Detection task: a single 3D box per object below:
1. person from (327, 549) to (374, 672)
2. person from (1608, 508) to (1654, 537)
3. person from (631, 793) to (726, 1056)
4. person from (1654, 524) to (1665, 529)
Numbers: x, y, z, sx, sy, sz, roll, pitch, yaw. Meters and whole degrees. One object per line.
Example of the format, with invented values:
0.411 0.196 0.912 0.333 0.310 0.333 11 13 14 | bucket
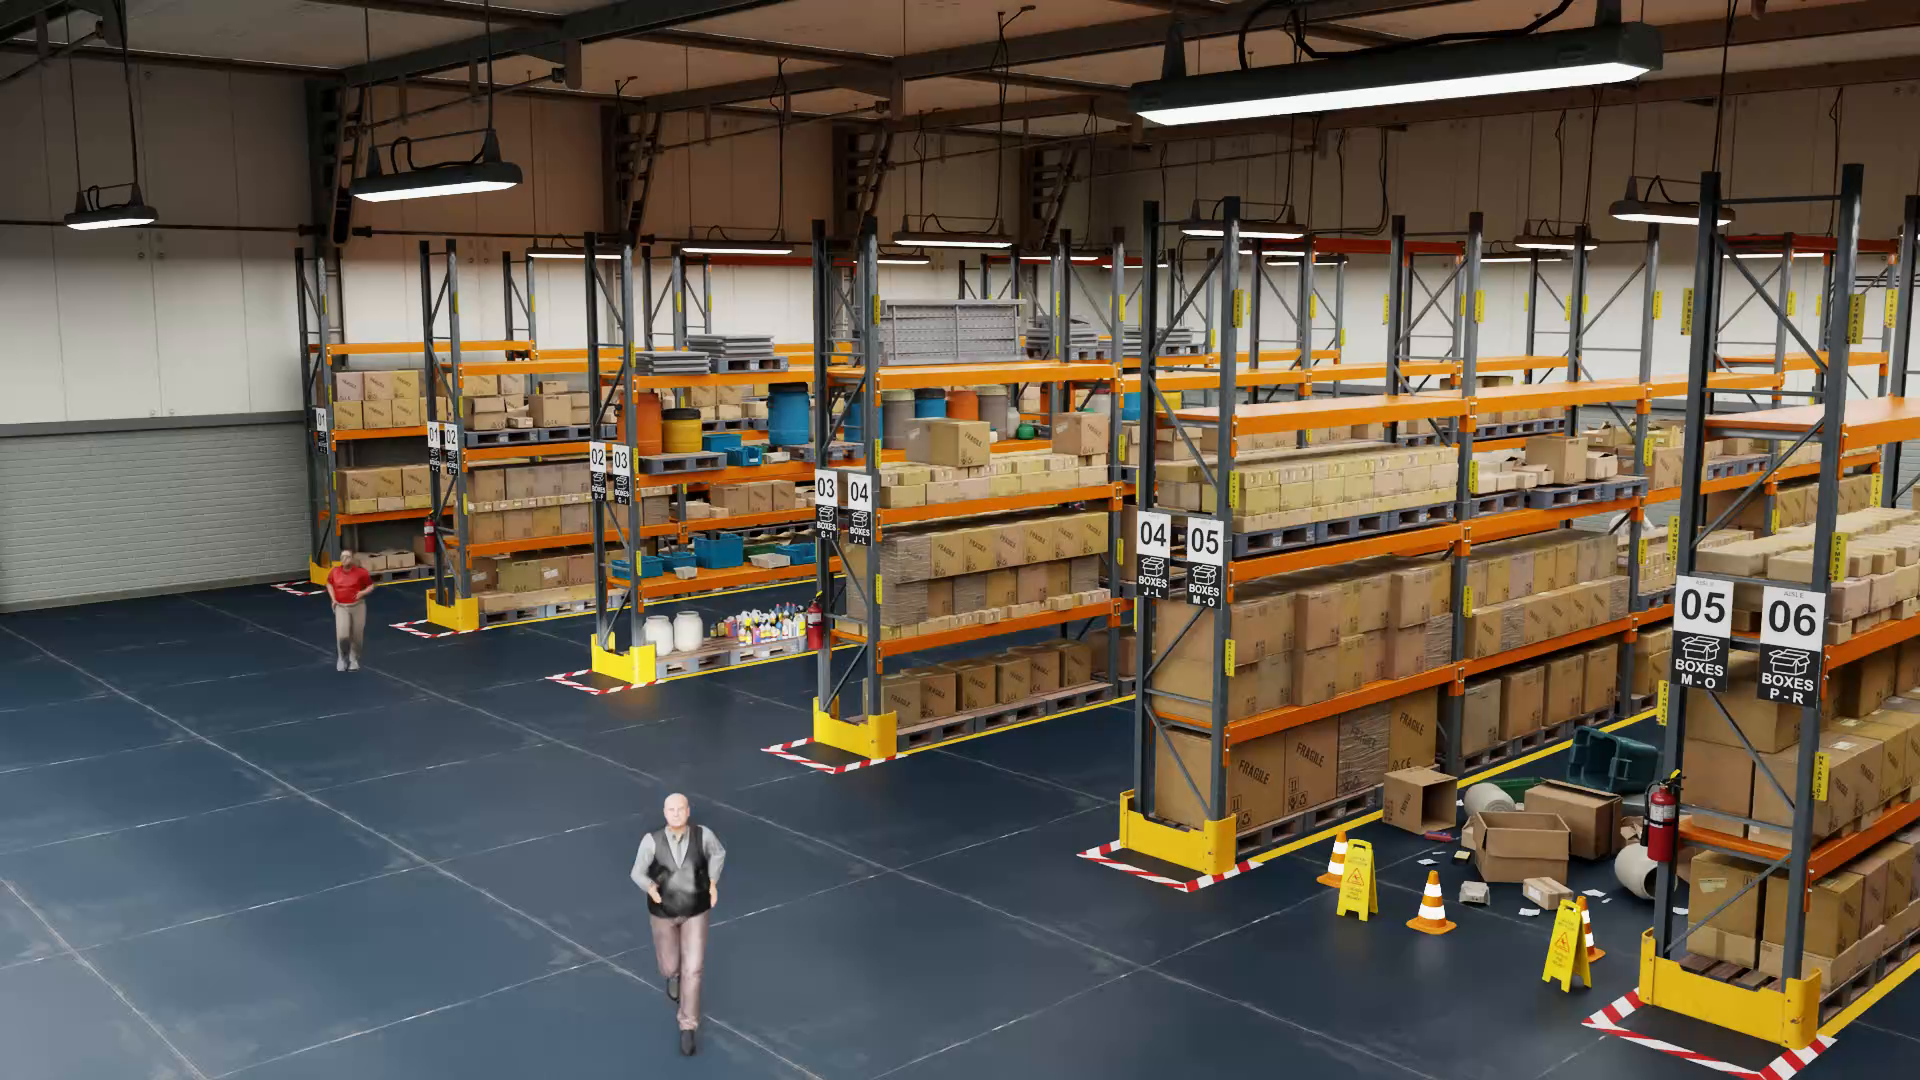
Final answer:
-8.386 0.986 22.872 0.636 1.719 0.655 -2 9 -14 | person
11.431 0.171 28.374 0.747 1.718 0.761 4 9 26 | person
-1.965 2.618 11.674 0.661 1.718 0.935 -1 8 -10 | person
10.879 0.595 25.798 0.868 1.677 0.614 -7 11 -39 | person
